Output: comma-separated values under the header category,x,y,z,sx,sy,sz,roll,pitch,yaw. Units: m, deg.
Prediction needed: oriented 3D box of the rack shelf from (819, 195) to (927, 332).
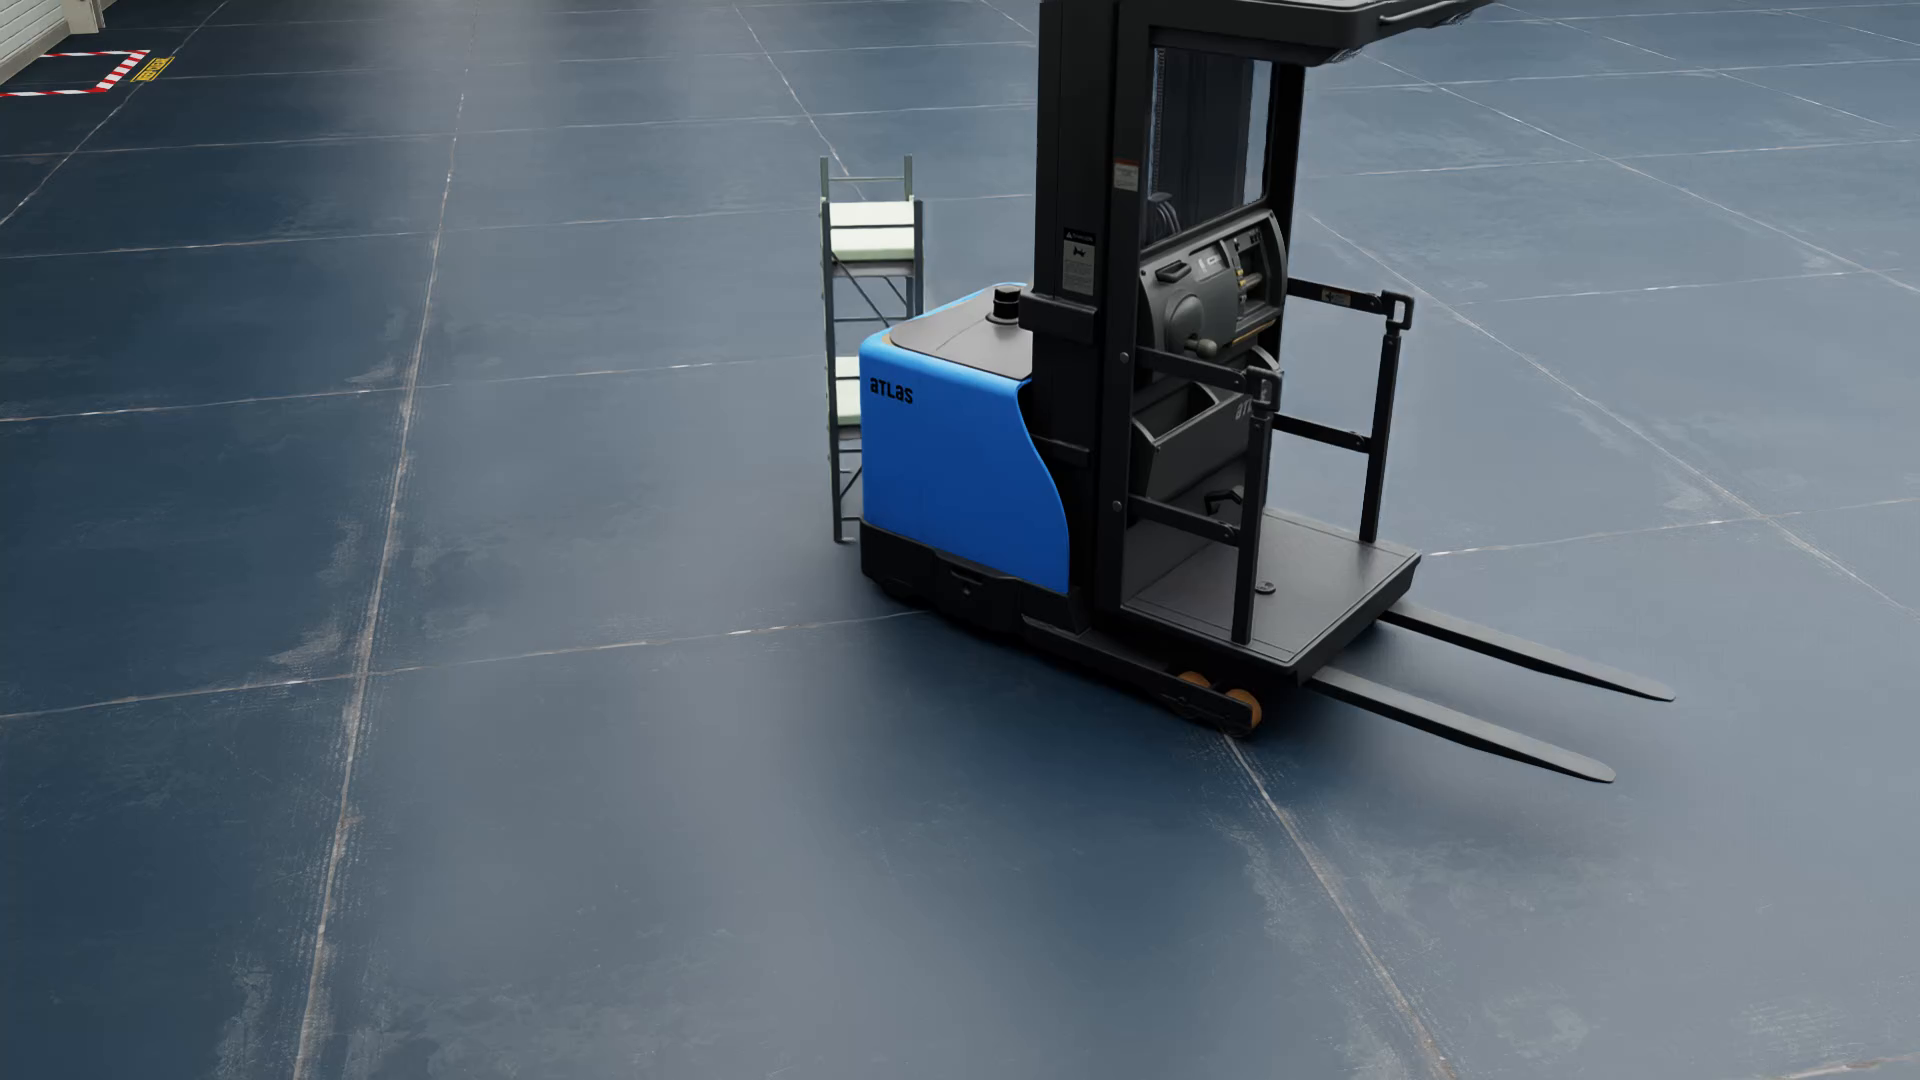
category,x,y,z,sx,sy,sz,roll,pitch,yaw
rack shelf,-0.378,-1.185,7.068,0.431,0.370,0.720,-2,27,-4

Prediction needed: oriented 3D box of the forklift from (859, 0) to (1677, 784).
category,x,y,z,sx,sy,sz,roll,pitch,yaw
forklift,1.066,-0.883,5.747,3.031,2.935,1.130,19,33,33

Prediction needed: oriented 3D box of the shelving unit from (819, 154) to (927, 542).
category,x,y,z,sx,sy,sz,roll,pitch,yaw
shelving unit,-0.378,-0.837,7.243,0.431,1.500,0.755,-2,27,-4

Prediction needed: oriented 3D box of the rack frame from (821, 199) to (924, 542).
category,x,y,z,sx,sy,sz,roll,pitch,yaw
rack frame,-0.349,-0.672,6.918,0.400,1.500,0.023,-2,27,-4

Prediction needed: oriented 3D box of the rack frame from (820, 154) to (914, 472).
category,x,y,z,sx,sy,sz,roll,pitch,yaw
rack frame,-0.407,-1.001,7.569,0.400,1.500,0.023,-2,27,-4

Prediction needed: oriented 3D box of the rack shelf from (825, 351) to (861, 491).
category,x,y,z,sx,sy,sz,roll,pitch,yaw
rack shelf,-0.378,-0.546,7.390,0.431,0.370,0.720,-2,27,-4

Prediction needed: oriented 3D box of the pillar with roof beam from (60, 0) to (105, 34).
category,x,y,z,sx,sy,sz,roll,pitch,yaw
pillar with roof beam,-5.500,-10.110,17.294,9.100,9.000,0.400,-6,27,-12
